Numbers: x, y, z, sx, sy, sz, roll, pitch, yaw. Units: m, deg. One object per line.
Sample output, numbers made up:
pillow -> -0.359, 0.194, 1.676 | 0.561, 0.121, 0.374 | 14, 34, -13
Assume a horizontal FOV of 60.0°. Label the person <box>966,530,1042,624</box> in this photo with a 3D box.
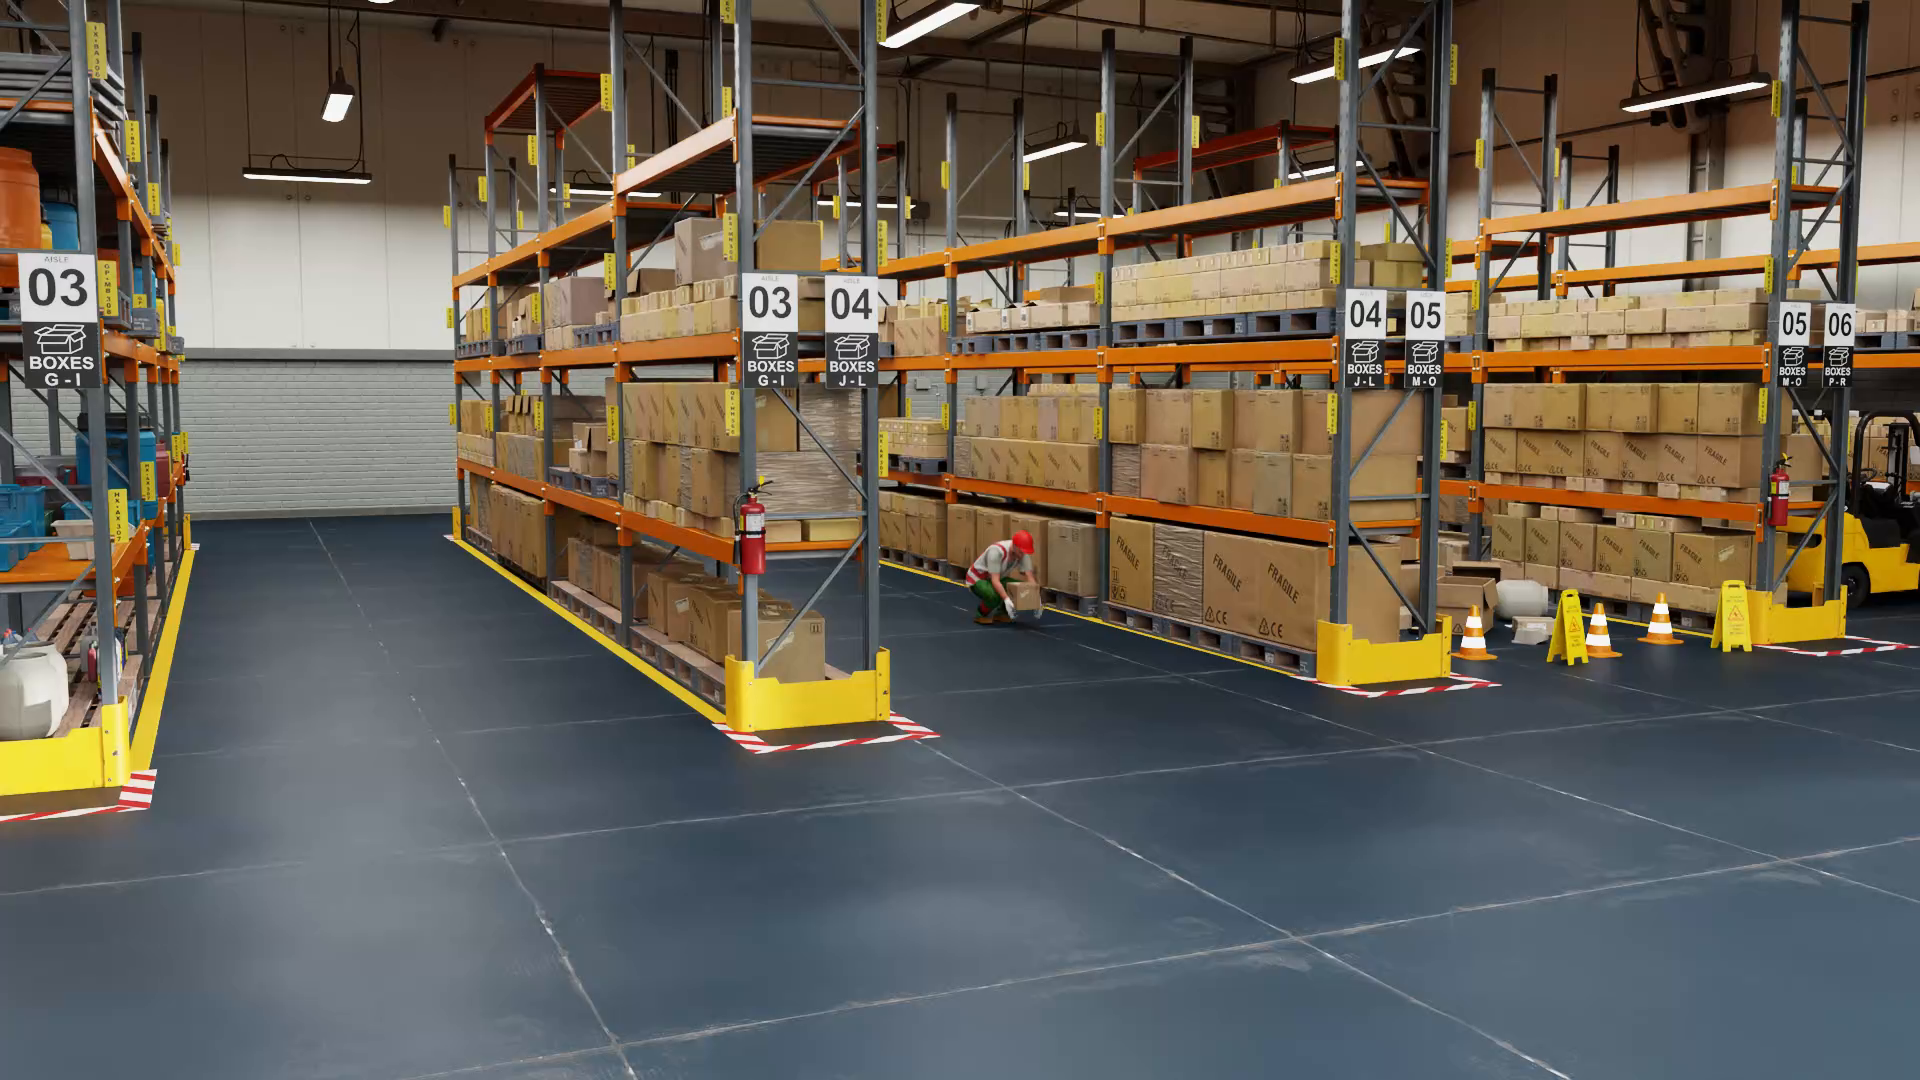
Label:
person -> 0.458, 0.378, 16.922 | 0.551, 0.980, 0.923 | -4, 7, -36
